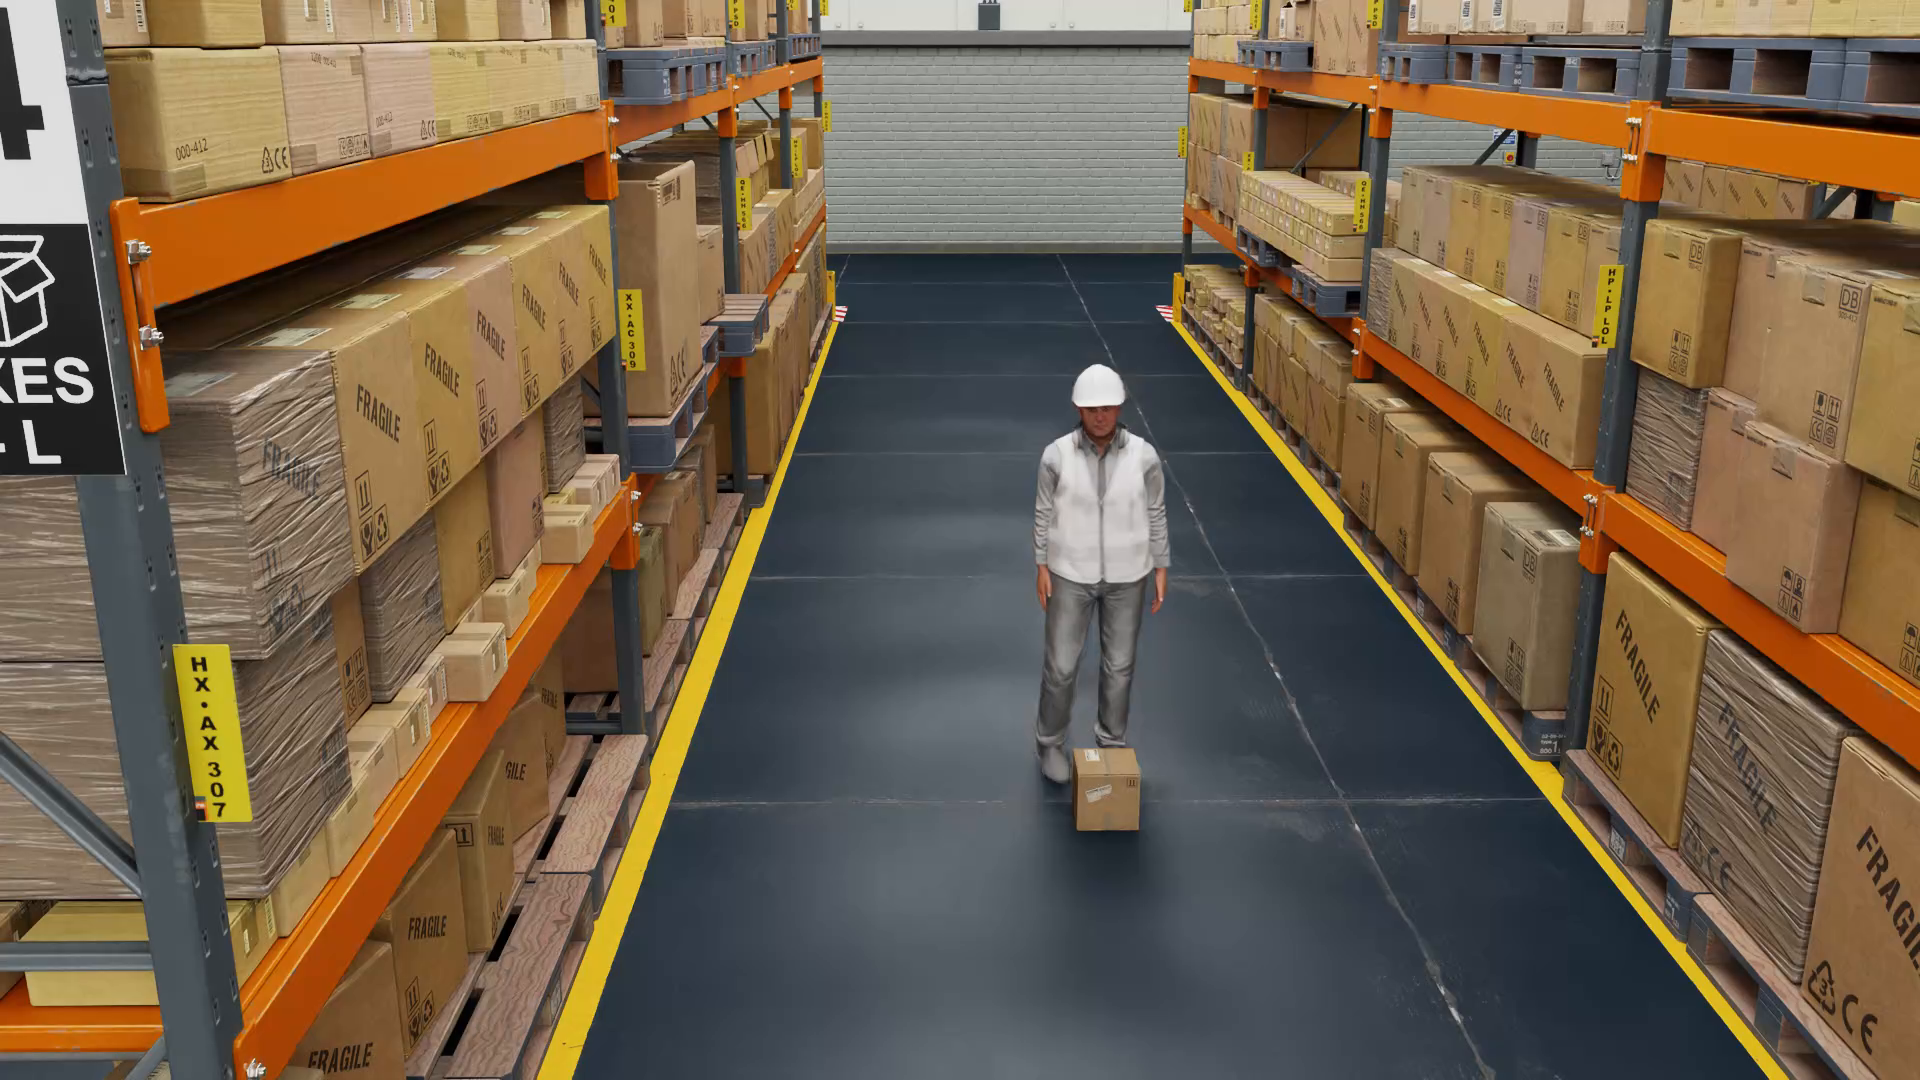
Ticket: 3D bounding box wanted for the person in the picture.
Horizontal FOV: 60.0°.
[{"bbox_3d":[0.602,0.153,7.015,0.575,1.800,0.372,0,17,0],"label":"person"}]
